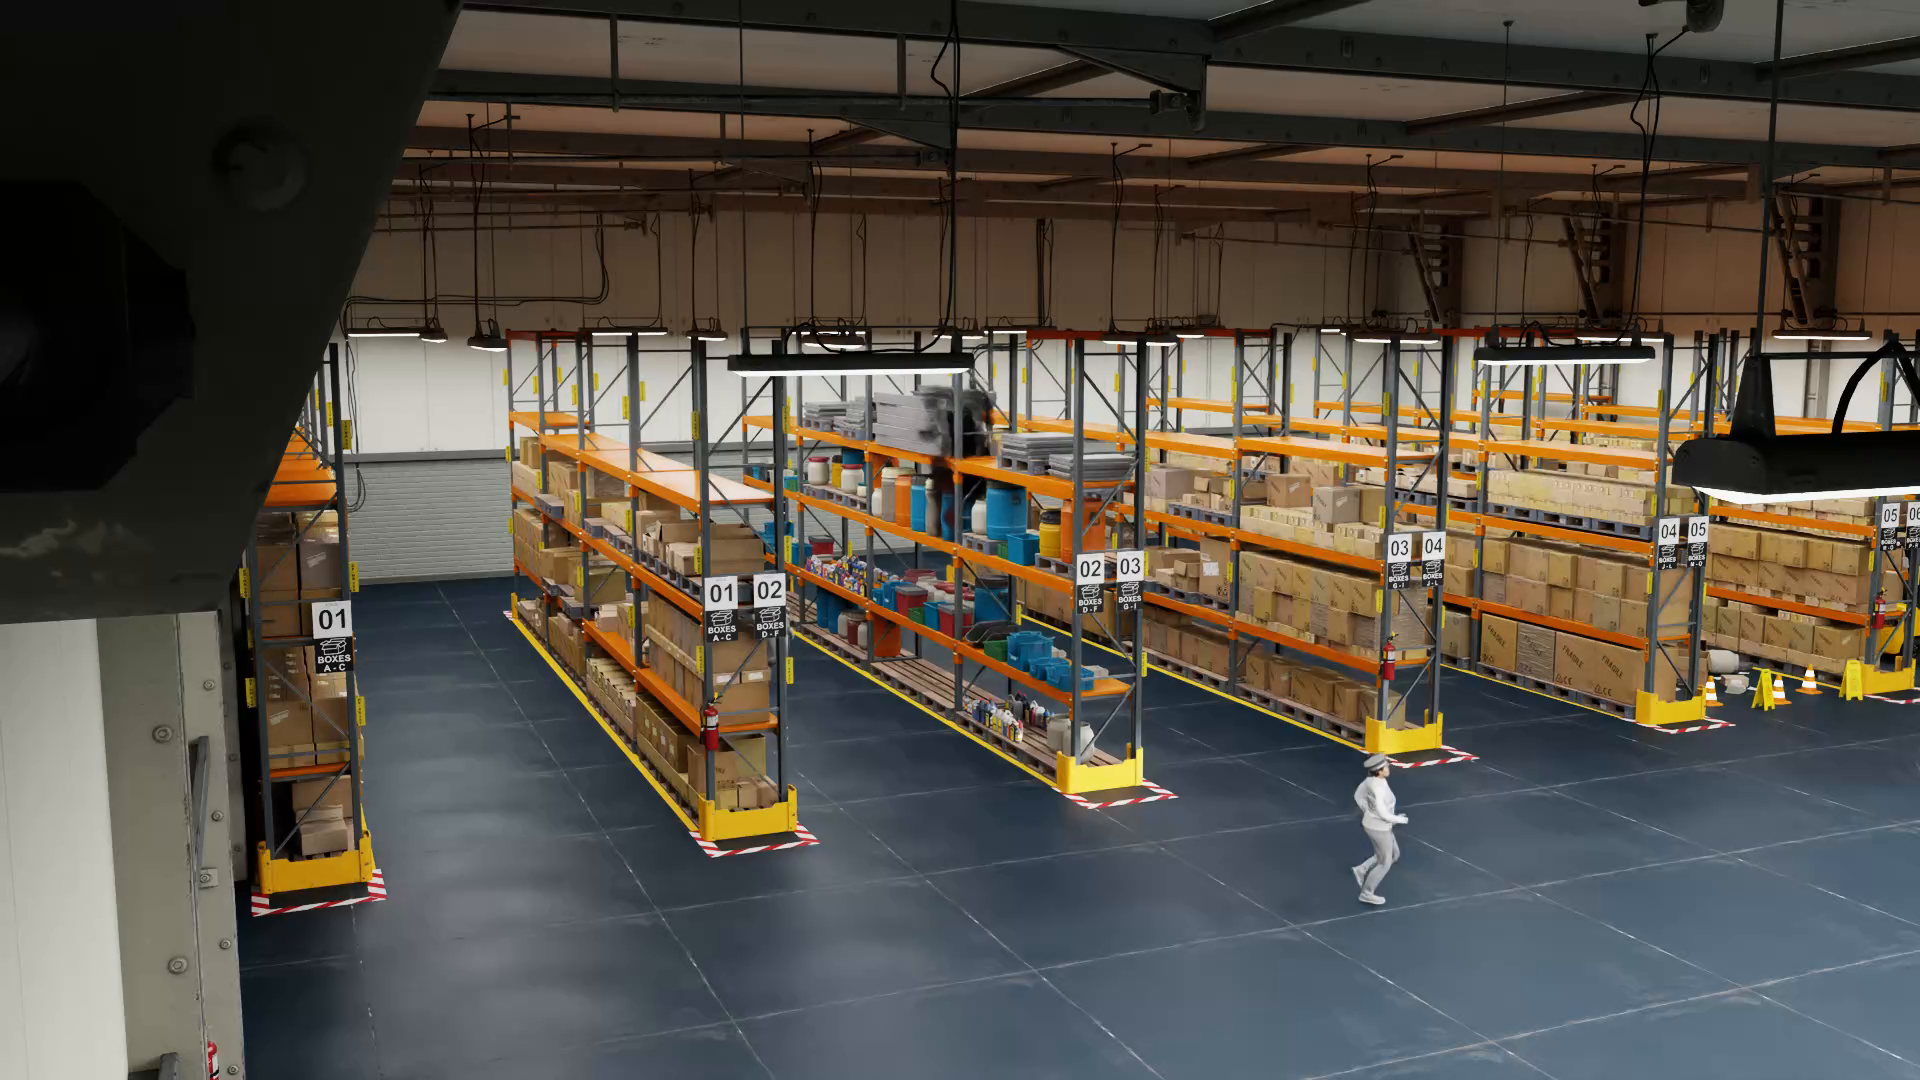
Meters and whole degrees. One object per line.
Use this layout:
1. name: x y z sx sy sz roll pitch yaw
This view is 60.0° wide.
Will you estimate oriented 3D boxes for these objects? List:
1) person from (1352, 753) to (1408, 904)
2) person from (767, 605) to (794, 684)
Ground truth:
1. person: 4.531 3.096 17.880 0.541 1.659 0.607 0 8 0
2. person: -3.120 1.648 28.475 0.609 1.652 0.540 -6 10 -36
